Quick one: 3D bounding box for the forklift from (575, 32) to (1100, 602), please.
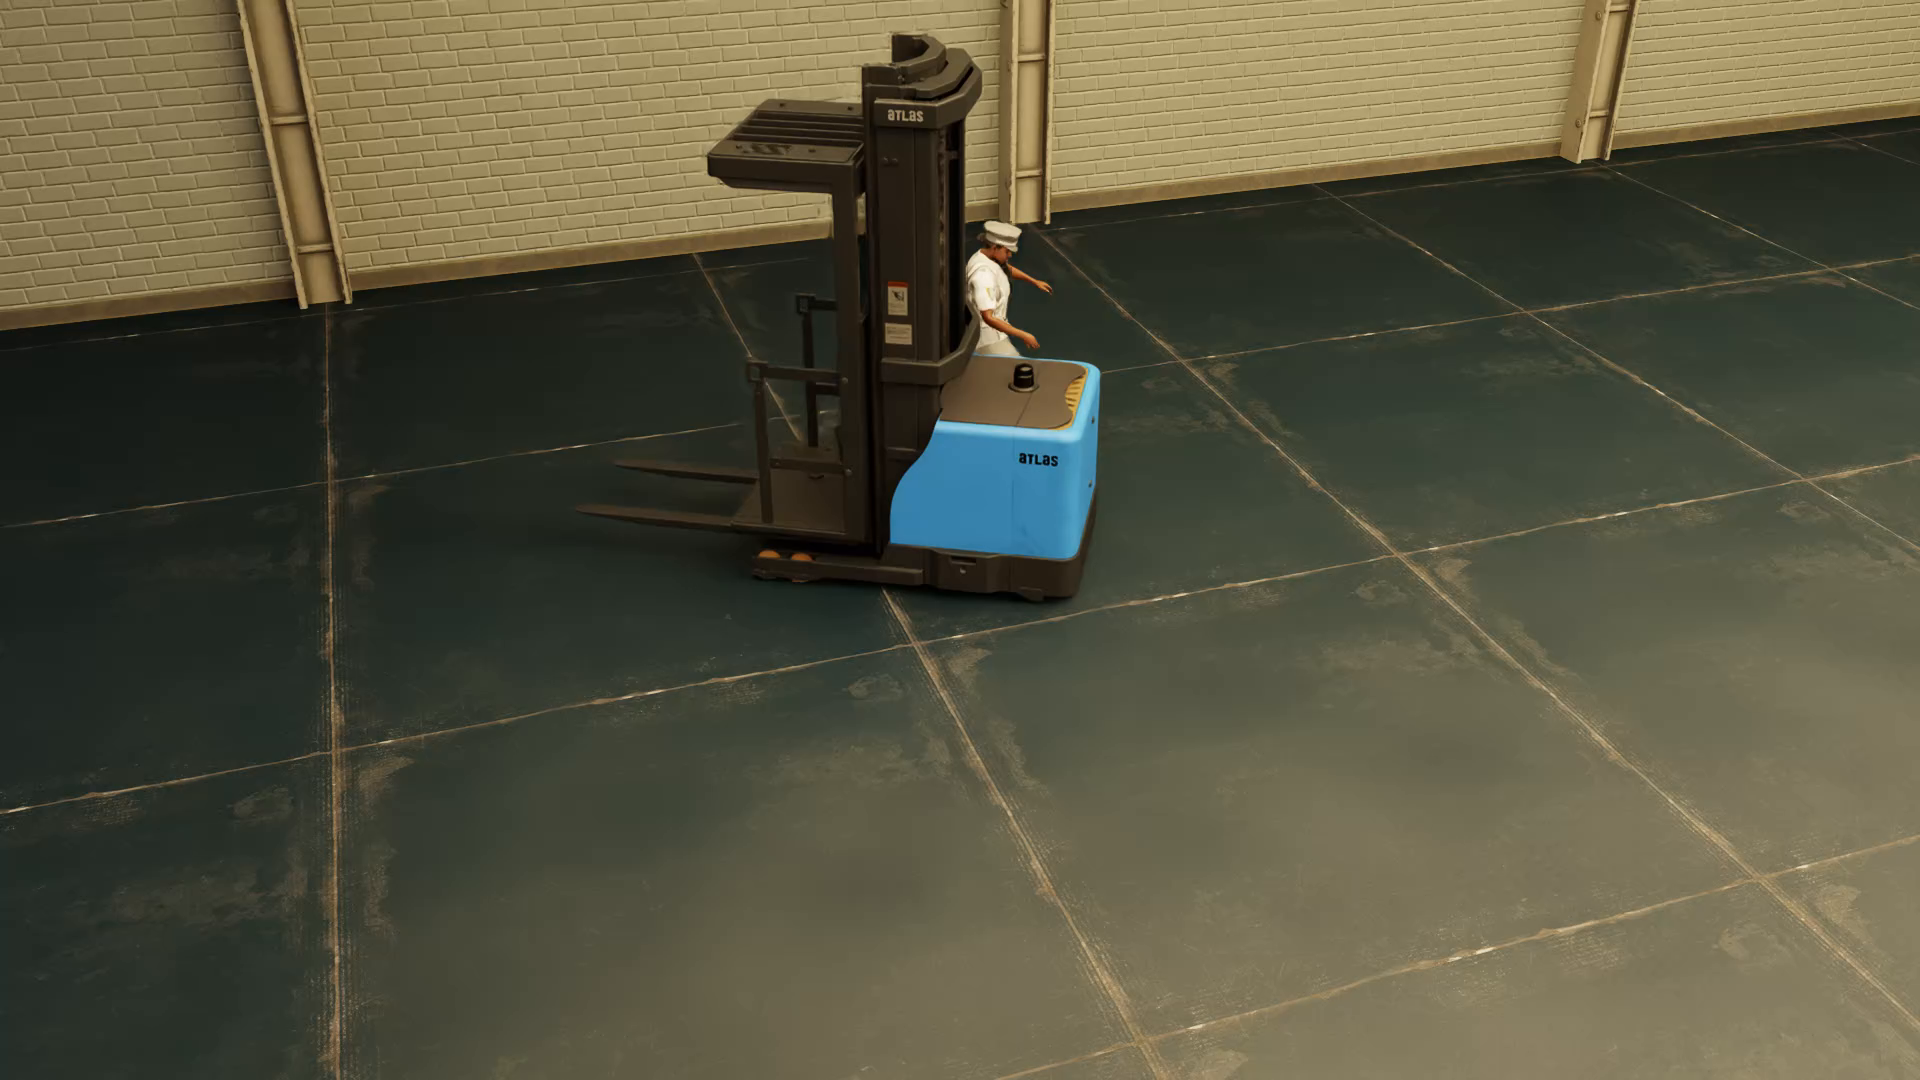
[{"bbox_3d":[-0.741,-1.276,9.305,3.031,2.935,1.130,5,30,9],"label":"forklift"}]

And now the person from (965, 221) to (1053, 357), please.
[{"bbox_3d":[0.313,-1.377,10.975,0.963,1.493,1.069,3,30,5],"label":"person"}]
